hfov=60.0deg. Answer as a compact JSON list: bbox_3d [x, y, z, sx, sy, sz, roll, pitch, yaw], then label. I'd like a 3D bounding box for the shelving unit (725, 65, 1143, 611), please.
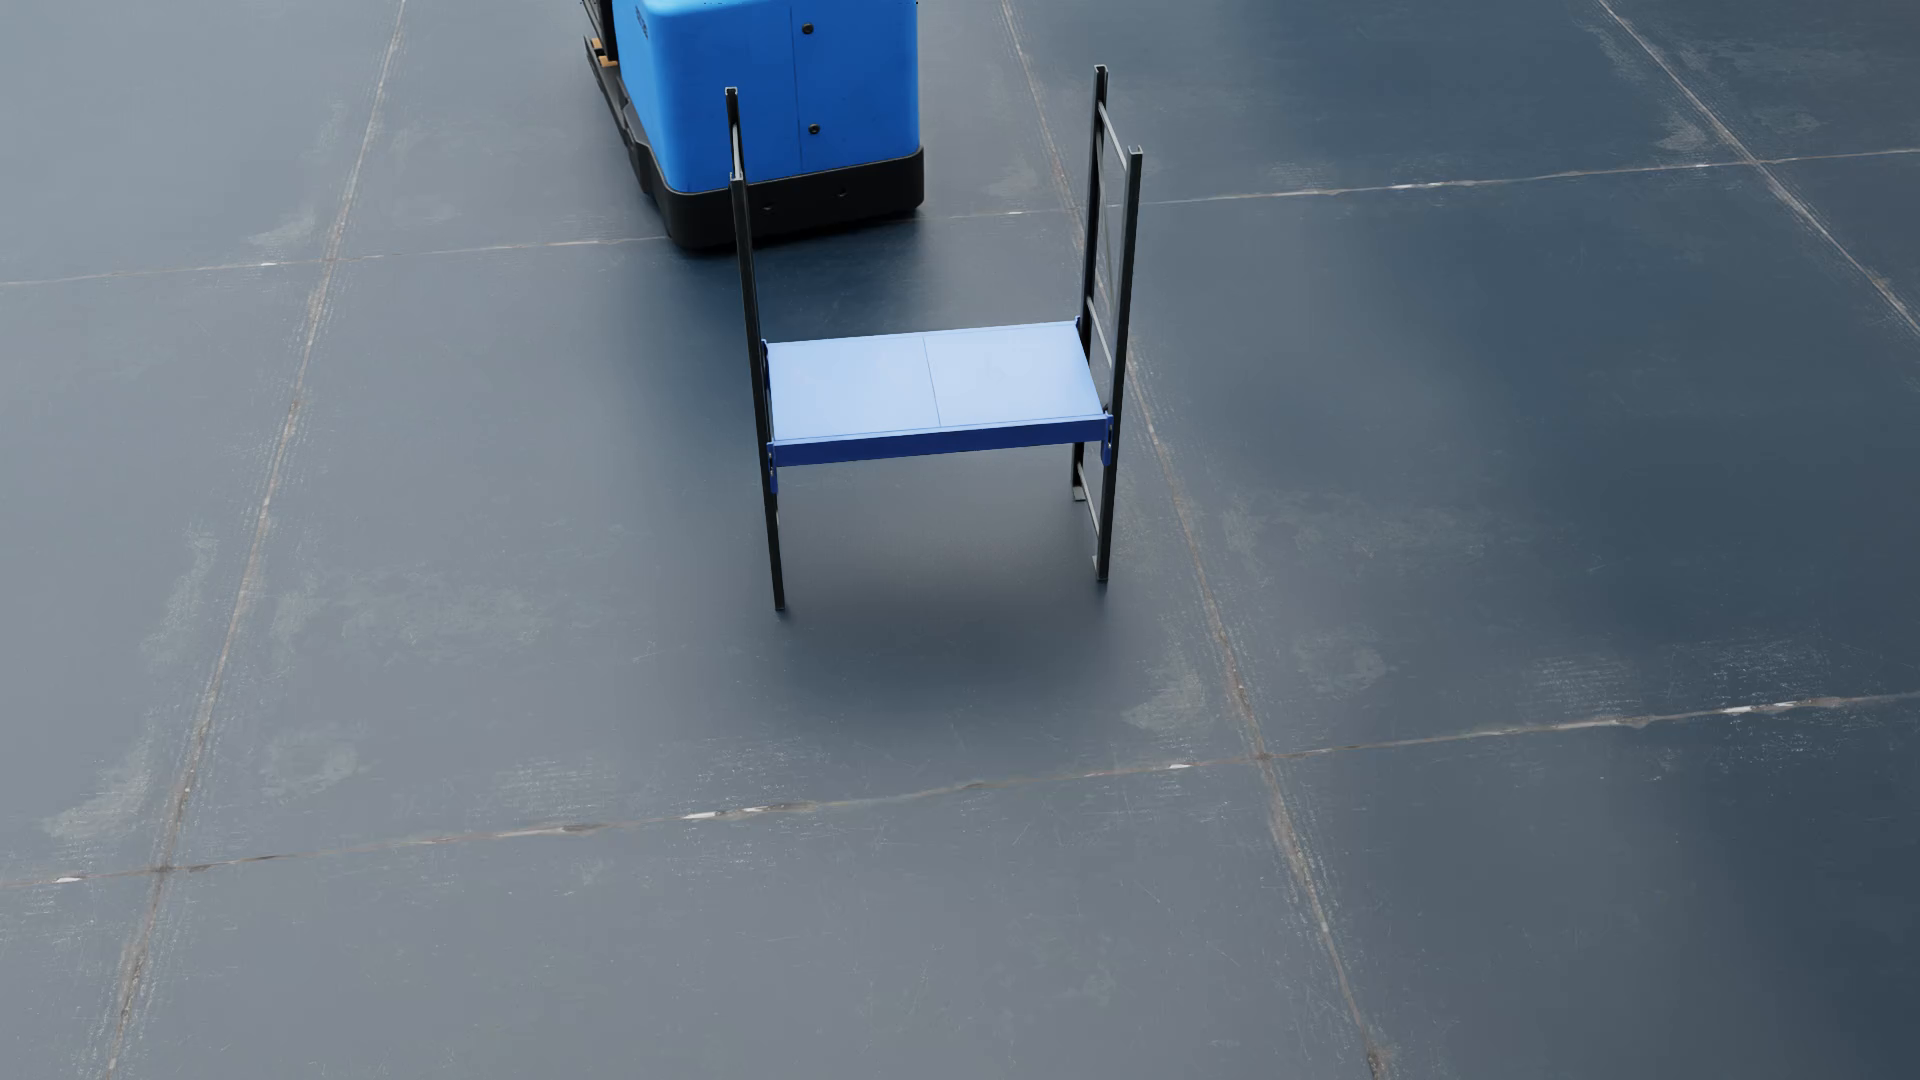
[{"bbox_3d":[-0.085,-0.550,4.877,1.048,1.500,0.538,-5,42,-6],"label":"shelving unit"}]

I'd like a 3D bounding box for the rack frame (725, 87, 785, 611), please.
[{"bbox_3d":[-0.589,-0.505,4.828,0.032,1.500,0.500,-5,42,-6],"label":"rack frame"}]

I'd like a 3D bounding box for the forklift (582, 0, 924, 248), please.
[{"bbox_3d":[-1.116,-3.238,6.788,1.130,2.935,3.031,-13,44,-14],"label":"forklift"}]

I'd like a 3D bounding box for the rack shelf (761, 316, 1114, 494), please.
[{"bbox_3d":[-0.085,-0.416,4.997,1.000,0.185,0.538,-5,42,-6],"label":"rack shelf"}]

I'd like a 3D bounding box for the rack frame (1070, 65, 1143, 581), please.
[{"bbox_3d":[0.419,-0.594,4.926,0.032,1.500,0.500,-5,42,-6],"label":"rack frame"}]
